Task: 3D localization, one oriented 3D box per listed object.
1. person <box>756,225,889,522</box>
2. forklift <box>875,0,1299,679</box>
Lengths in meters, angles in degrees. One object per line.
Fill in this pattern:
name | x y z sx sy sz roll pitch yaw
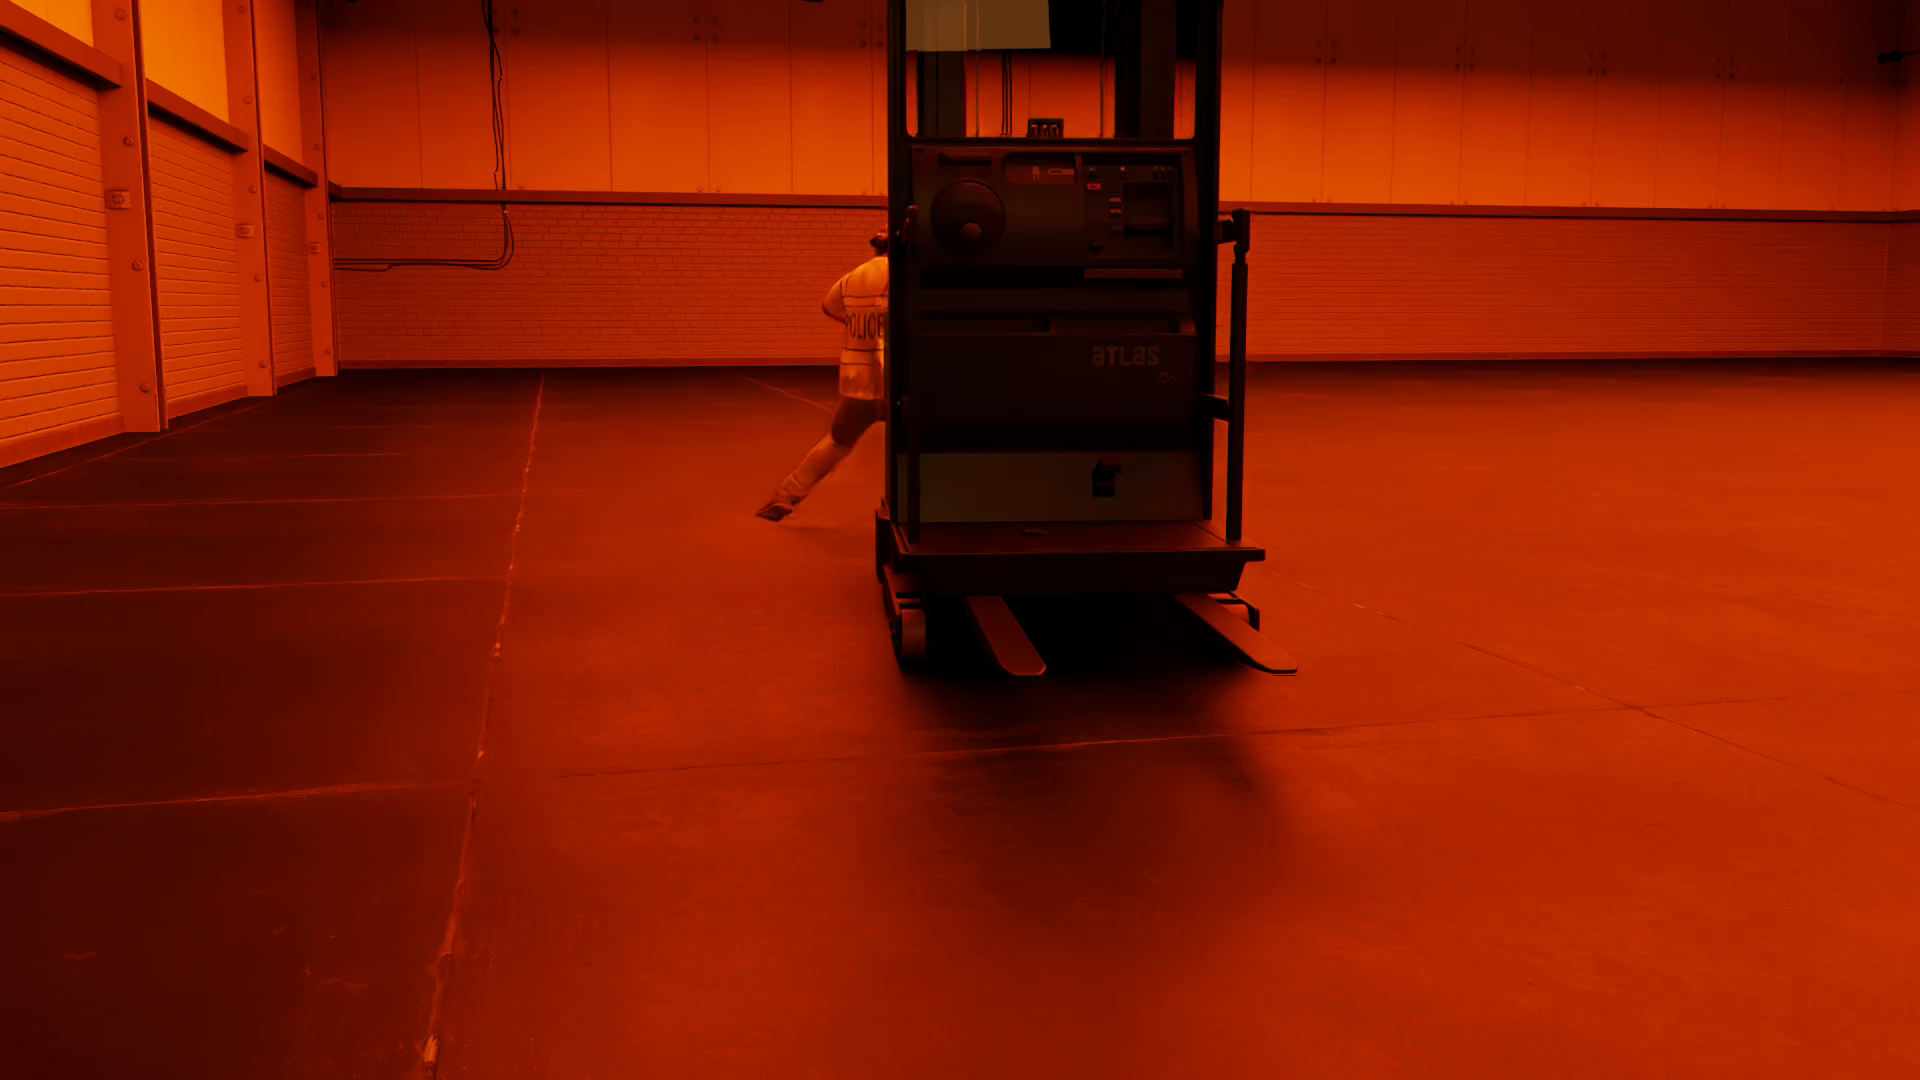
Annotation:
person | -0.321 -0.786 8.038 1.285 1.461 0.789 6 10 36
forklift | 0.328 -1.129 5.202 1.130 2.935 3.031 -1 8 -5
